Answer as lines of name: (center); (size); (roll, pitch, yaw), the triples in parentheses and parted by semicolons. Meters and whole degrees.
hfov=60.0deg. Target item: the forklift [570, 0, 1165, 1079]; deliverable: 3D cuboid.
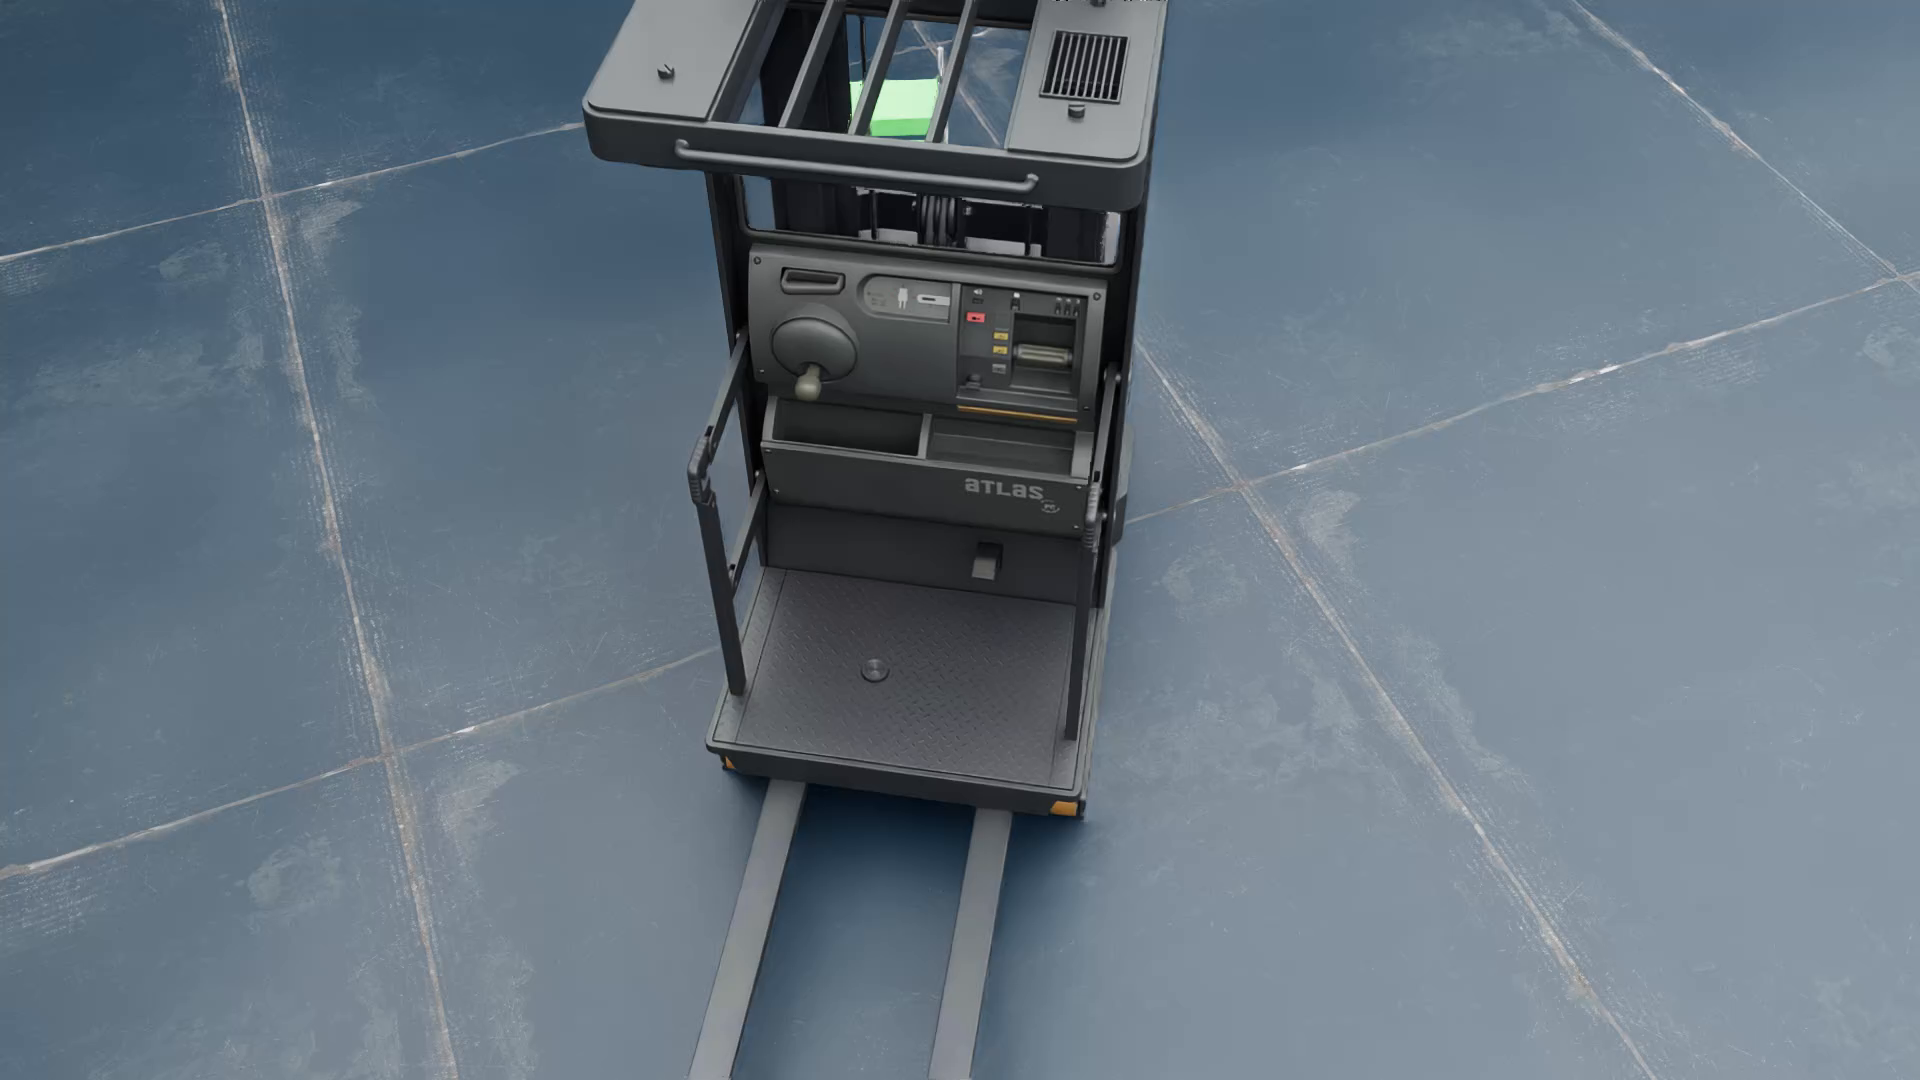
forklift: (-0.141, -0.426, 4.184); (1.130, 2.935, 3.031); (8, 50, 7)

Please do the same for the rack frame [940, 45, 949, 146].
rack frame: (-0.051, -1.169, 5.955); (0.015, 1.200, 0.240); (-3, 47, -2)

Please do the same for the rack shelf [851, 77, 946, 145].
rack shelf: (-0.296, -1.444, 5.643); (0.480, 0.148, 0.258); (-3, 47, -2)

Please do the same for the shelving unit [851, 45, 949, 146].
shelving unit: (-0.295, -1.158, 5.945); (0.503, 1.200, 0.258); (-3, 47, -2)

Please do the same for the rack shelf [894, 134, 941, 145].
rack shelf: (-0.295, -1.279, 5.817); (0.480, 0.148, 0.258); (-3, 47, -2)
